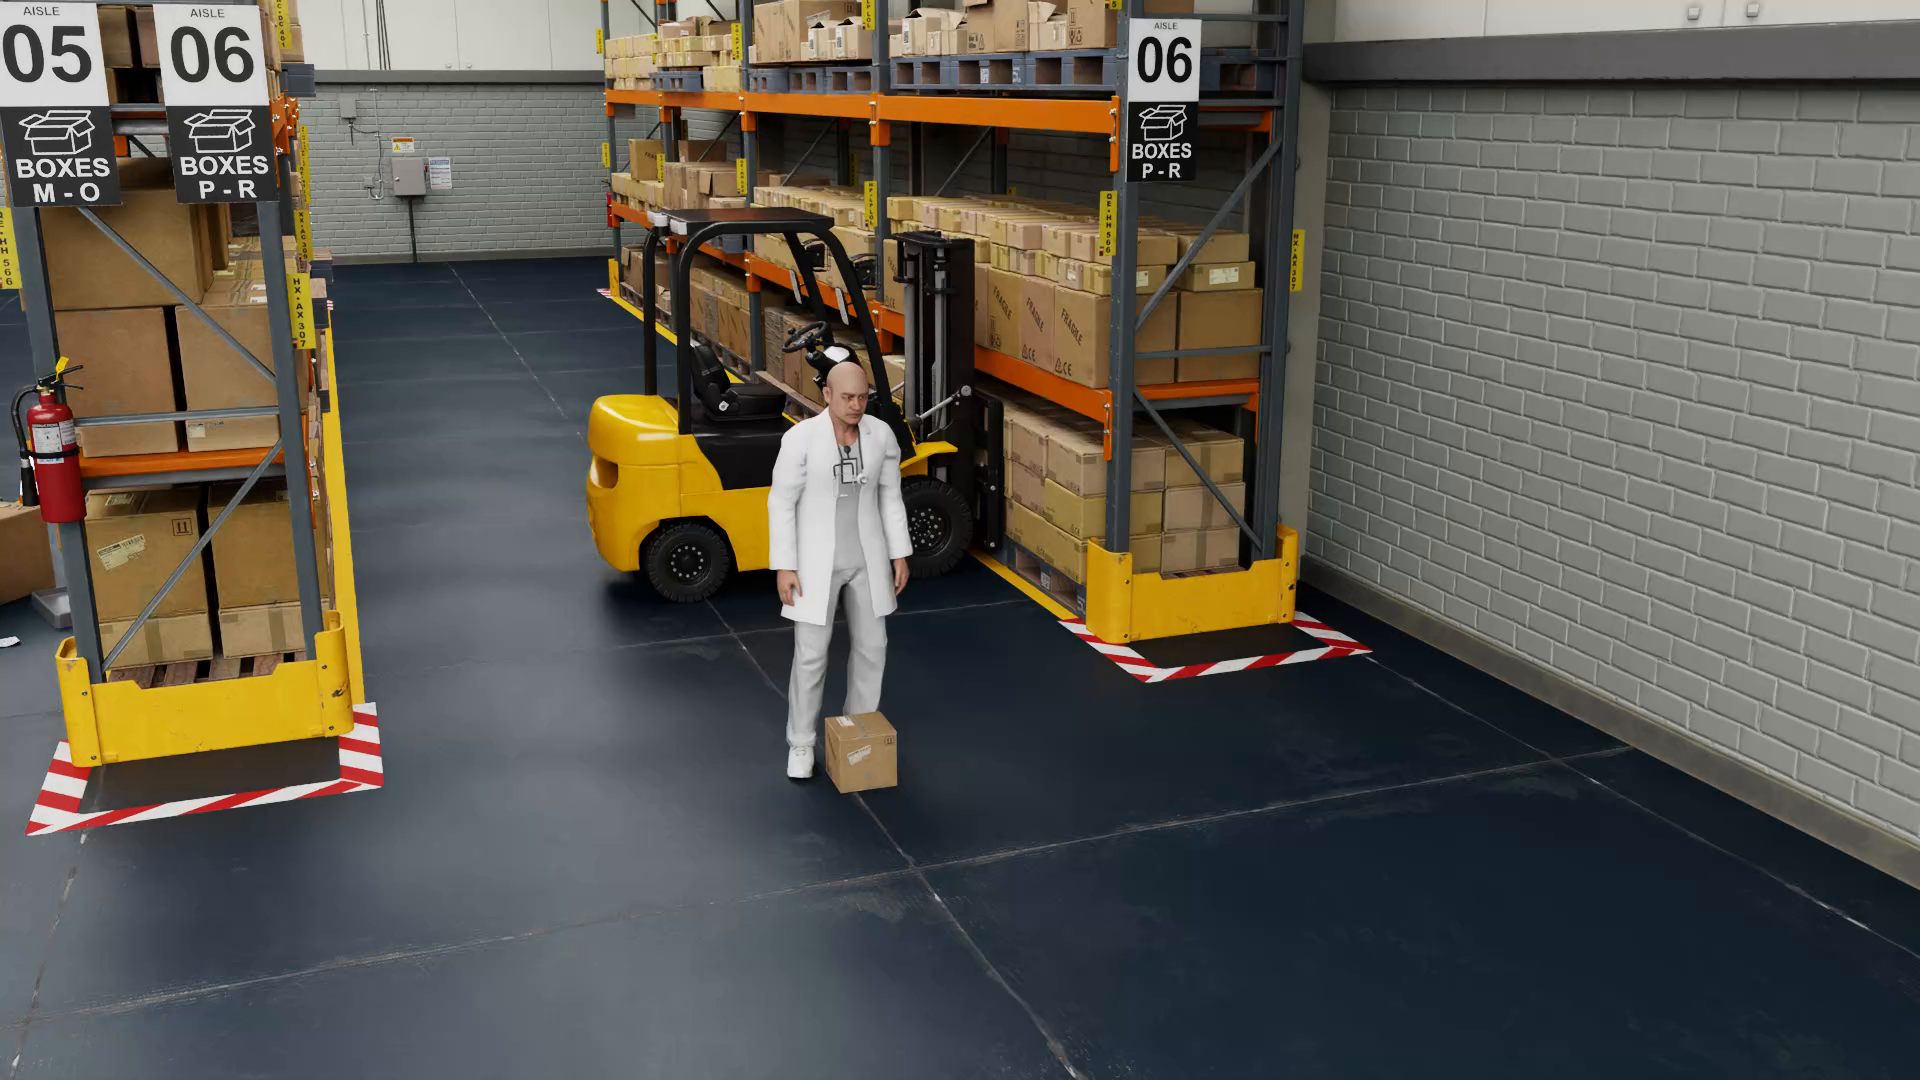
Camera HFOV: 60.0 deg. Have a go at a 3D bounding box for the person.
[{"bbox_3d":[-0.506,0.110,7.151,0.653,1.774,0.424,-7,17,-23],"label":"person"}]
